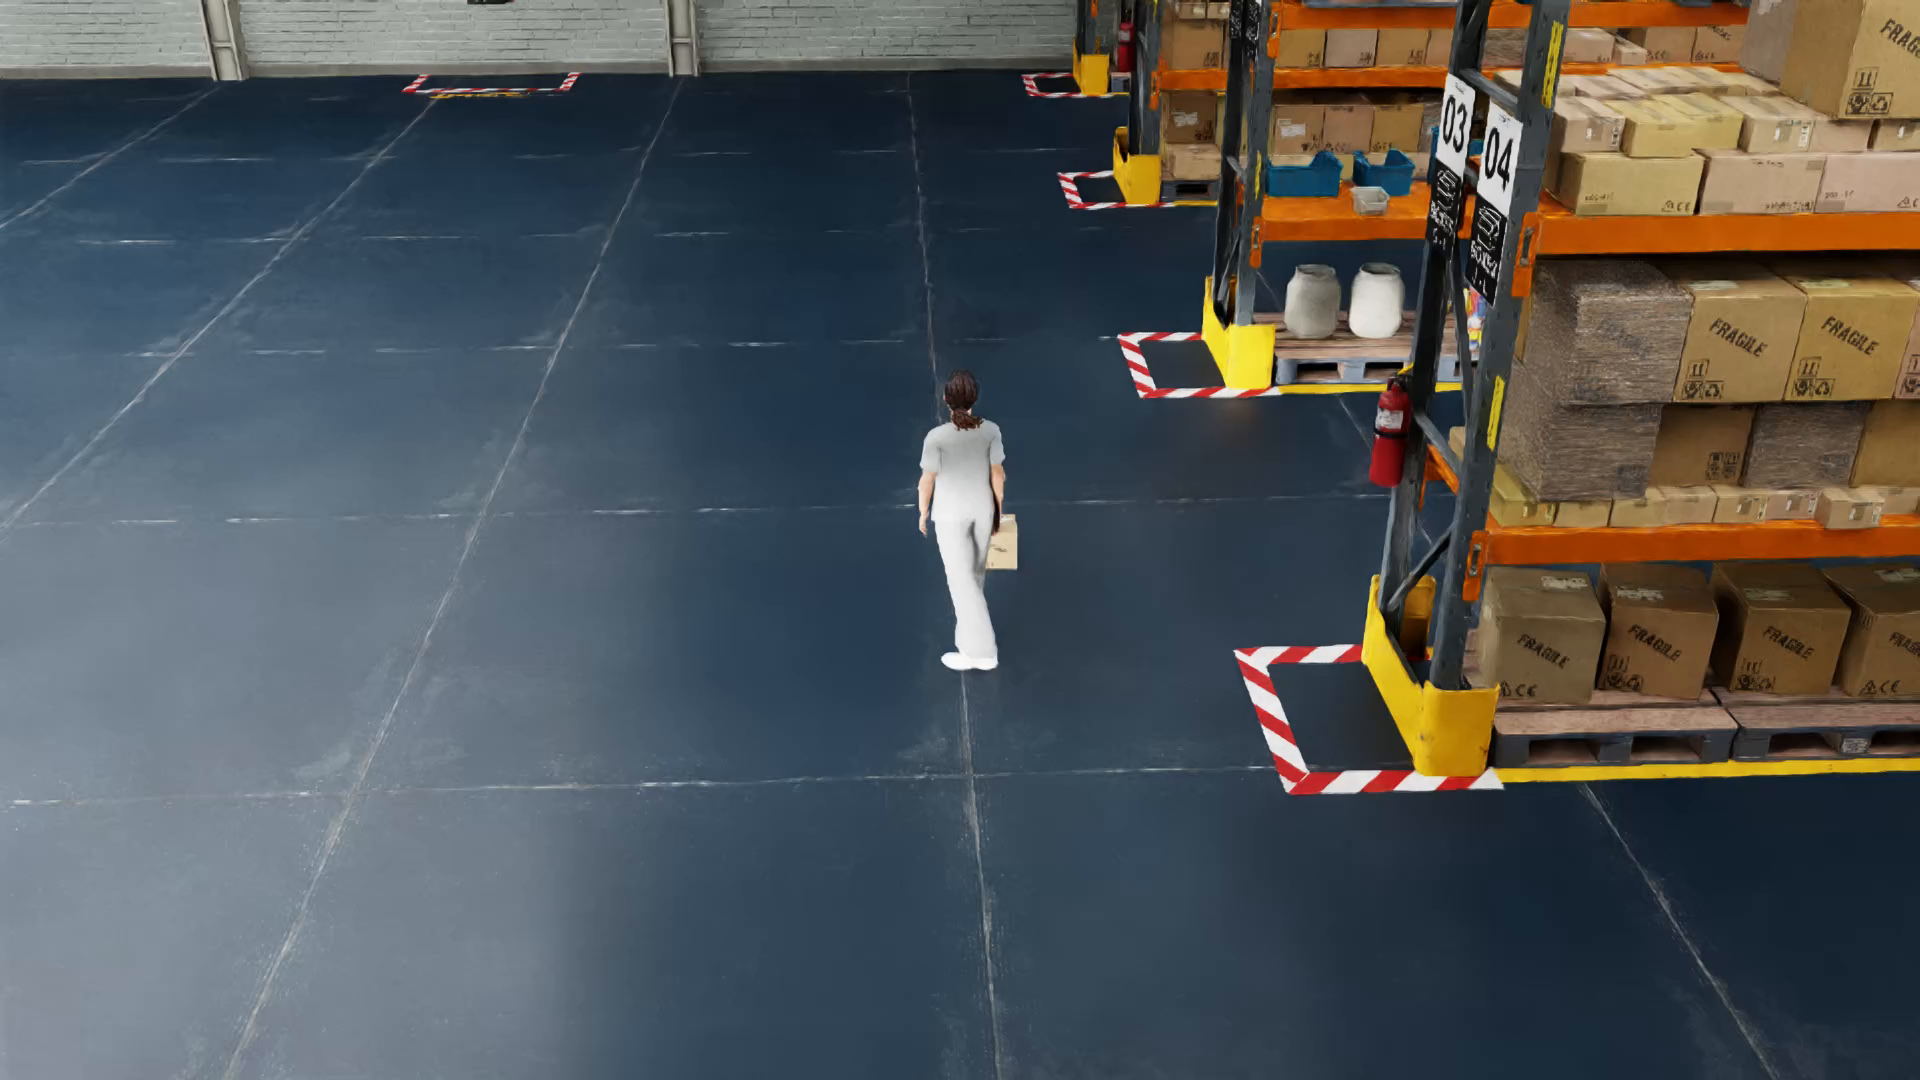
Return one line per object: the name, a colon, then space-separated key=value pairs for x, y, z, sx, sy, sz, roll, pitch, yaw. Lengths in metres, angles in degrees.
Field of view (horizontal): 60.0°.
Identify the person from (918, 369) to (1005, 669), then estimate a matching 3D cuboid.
person: x=0.028 y=-0.091 z=8.792 sx=0.450 sy=1.676 sz=0.478 roll=-14 pitch=31 yaw=-24
